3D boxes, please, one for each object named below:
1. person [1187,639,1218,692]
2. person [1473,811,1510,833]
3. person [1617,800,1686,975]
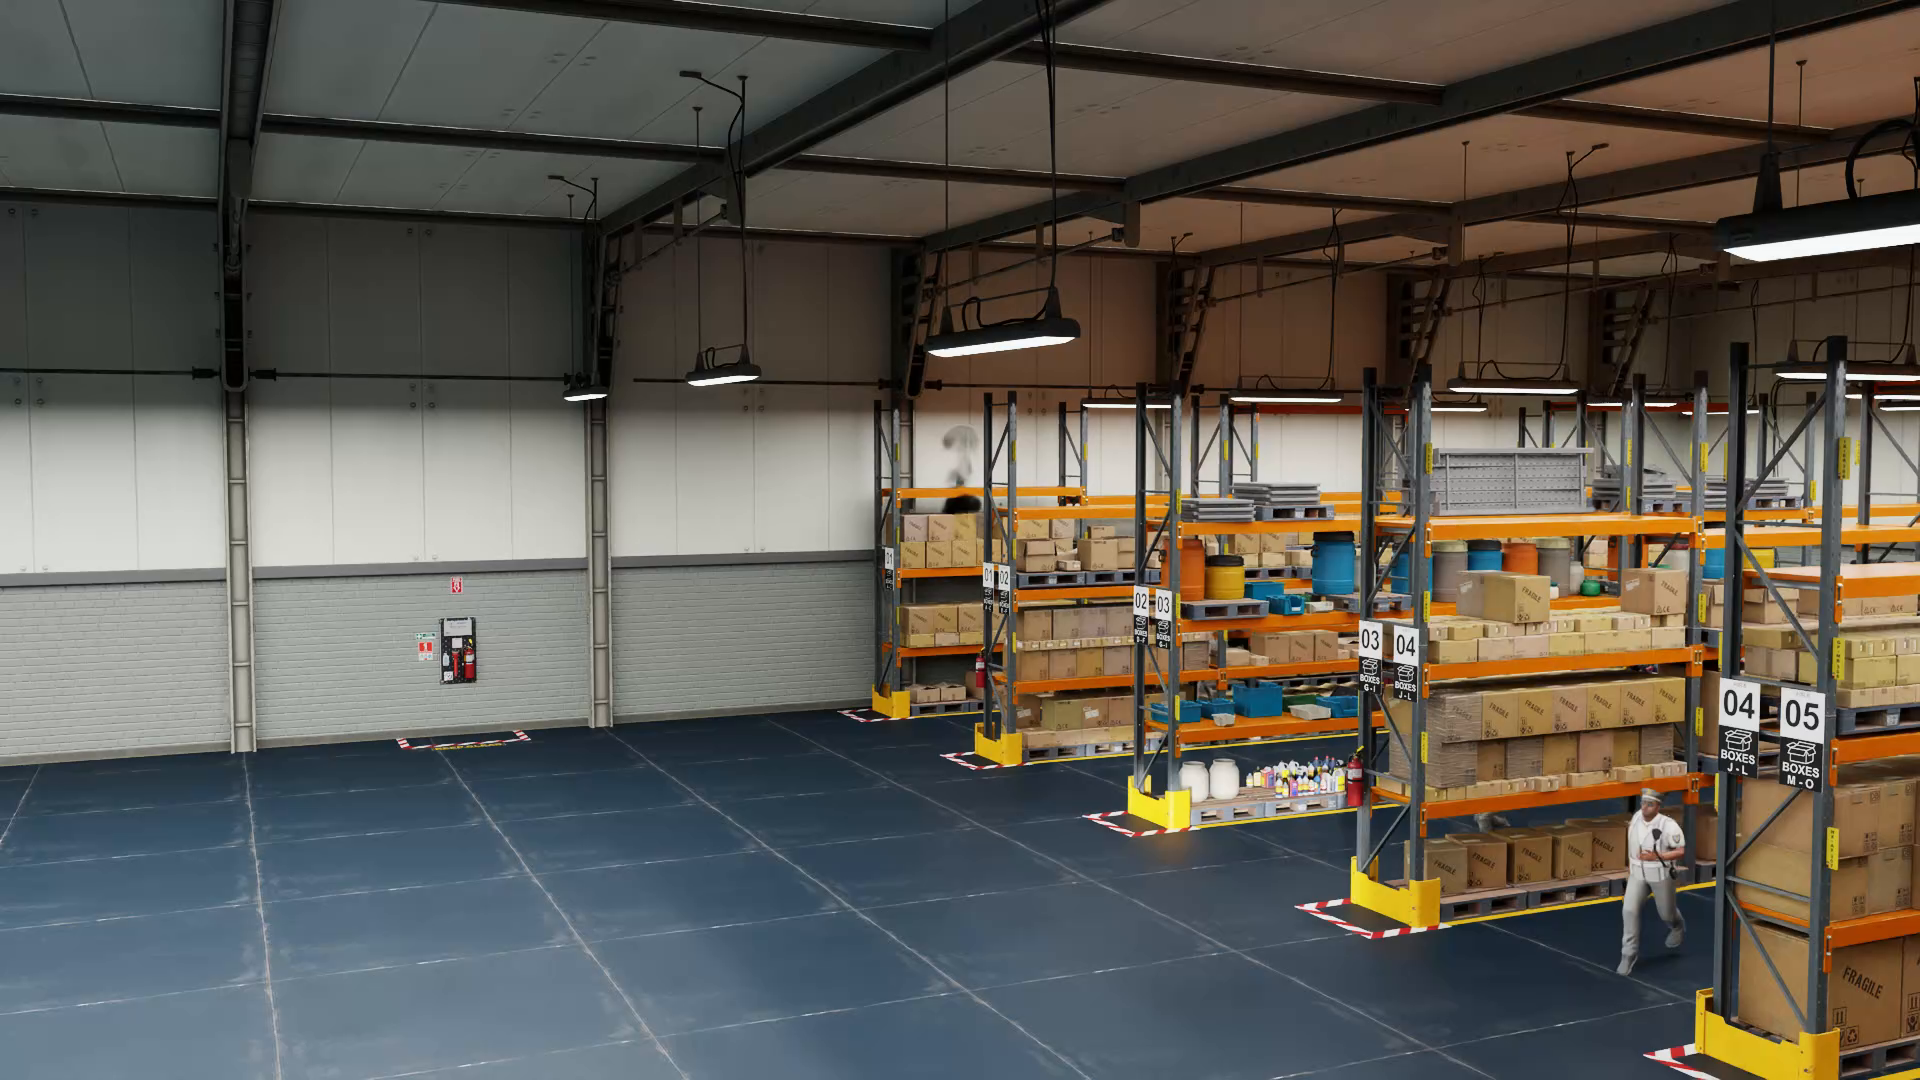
[{"bbox_3d":[4.572,2.465,31.419,0.918,1.764,0.712,-3,4,-38],"label":"person"},{"bbox_3d":[6.695,3.204,20.850,0.760,1.497,0.669,-2,4,-28],"label":"person"},{"bbox_3d":[6.893,3.371,16.438,0.612,1.781,1.089,3,5,45],"label":"person"}]
